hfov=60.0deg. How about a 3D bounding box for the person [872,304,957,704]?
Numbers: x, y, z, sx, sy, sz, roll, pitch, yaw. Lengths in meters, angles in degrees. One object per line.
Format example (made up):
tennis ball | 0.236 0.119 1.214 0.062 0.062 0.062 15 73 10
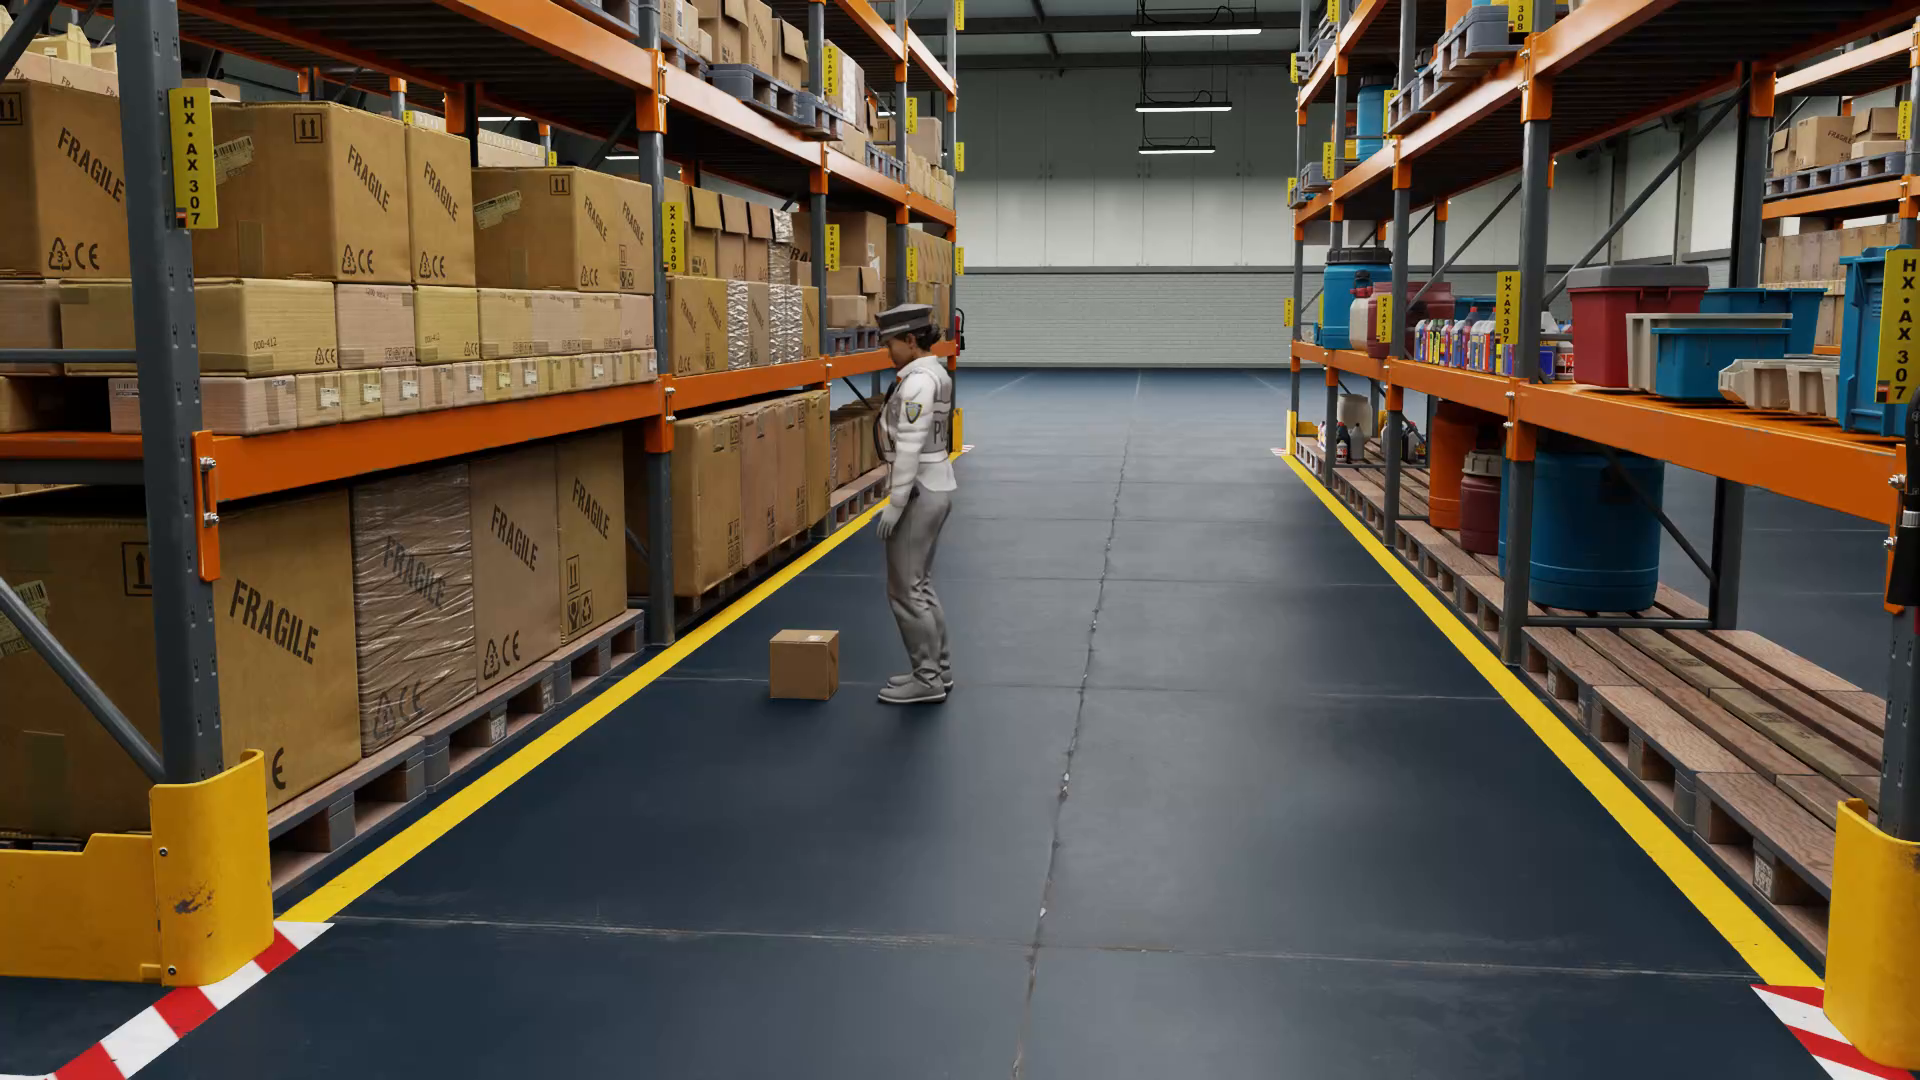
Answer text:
person | -0.188 -0.149 6.953 0.338 1.659 0.476 1 8 7
